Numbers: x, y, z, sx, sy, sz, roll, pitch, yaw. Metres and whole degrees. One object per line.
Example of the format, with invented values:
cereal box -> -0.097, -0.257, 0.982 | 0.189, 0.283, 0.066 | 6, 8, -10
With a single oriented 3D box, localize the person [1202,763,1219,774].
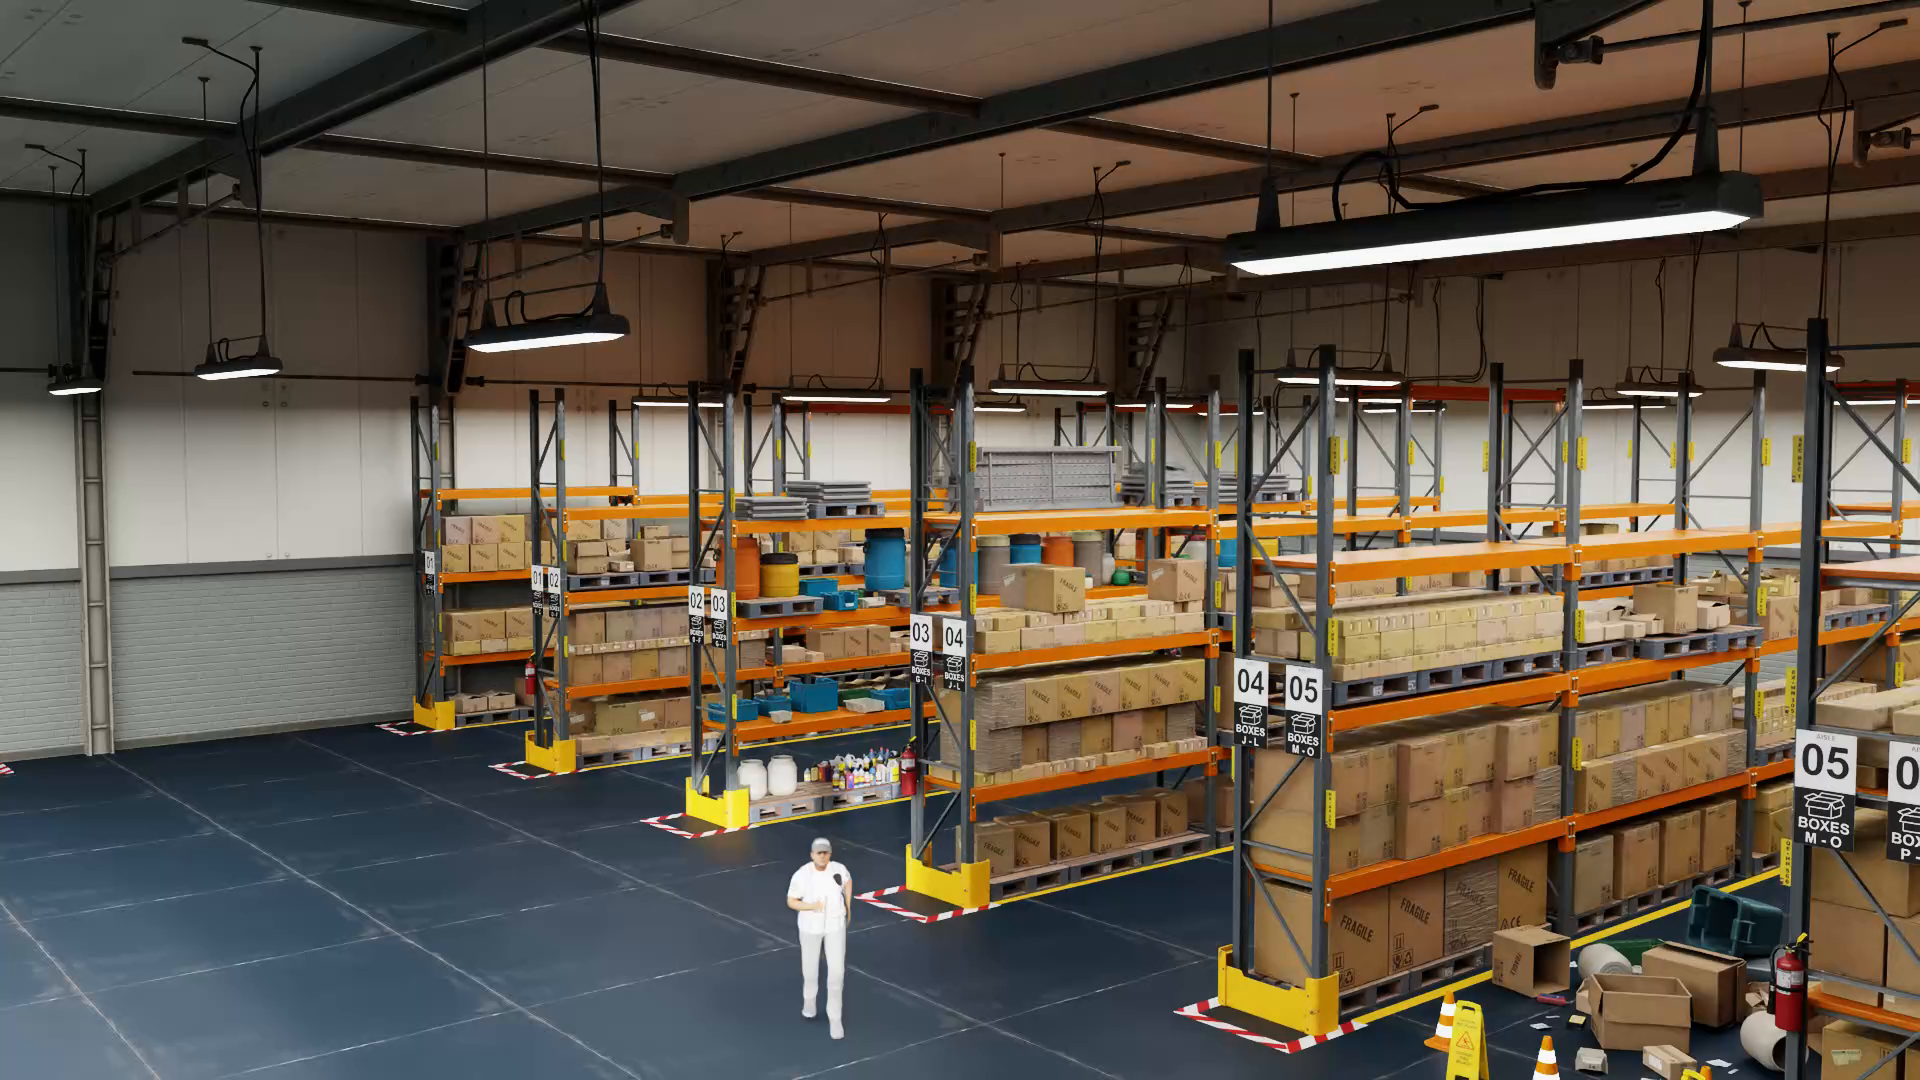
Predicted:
person -> 3.687, 2.900, 24.856 | 0.673, 1.692, 0.619 | -3, 4, -41

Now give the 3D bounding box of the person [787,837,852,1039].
person -> -1.231, 3.470, 14.669 | 0.595, 1.739, 0.795 | -1, 3, -10
